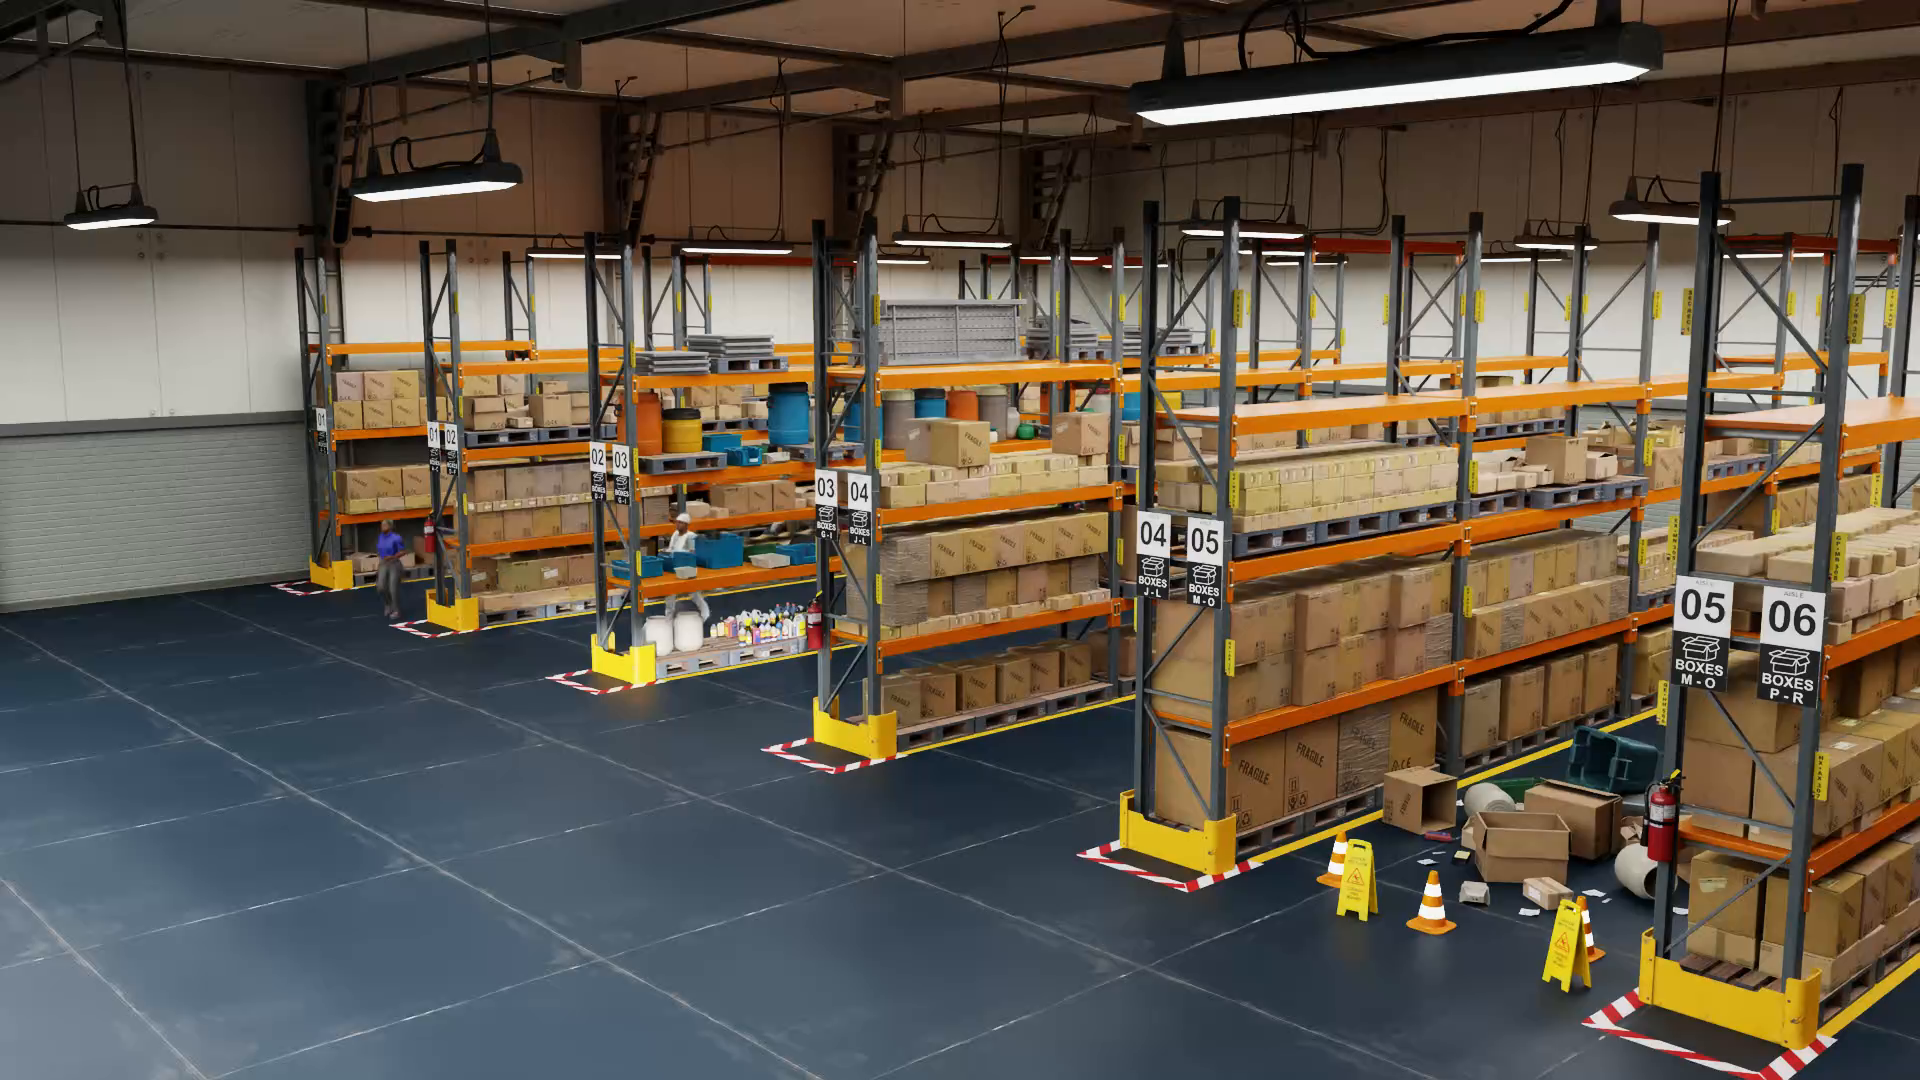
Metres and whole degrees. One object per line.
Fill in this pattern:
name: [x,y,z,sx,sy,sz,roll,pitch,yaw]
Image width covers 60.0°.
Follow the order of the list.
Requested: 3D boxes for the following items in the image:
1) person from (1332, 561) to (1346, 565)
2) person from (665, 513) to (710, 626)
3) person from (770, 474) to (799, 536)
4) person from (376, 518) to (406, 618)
person: [5.095,1.058,22.186,0.863,1.730,0.654,-7,11,-41]
person: [-4.296,0.478,25.751,0.680,1.795,0.932,7,11,39]
person: [-3.366,-0.462,32.514,0.847,1.797,0.690,-7,11,-41]
person: [-9.146,0.472,26.631,0.559,1.602,0.584,2,9,13]
